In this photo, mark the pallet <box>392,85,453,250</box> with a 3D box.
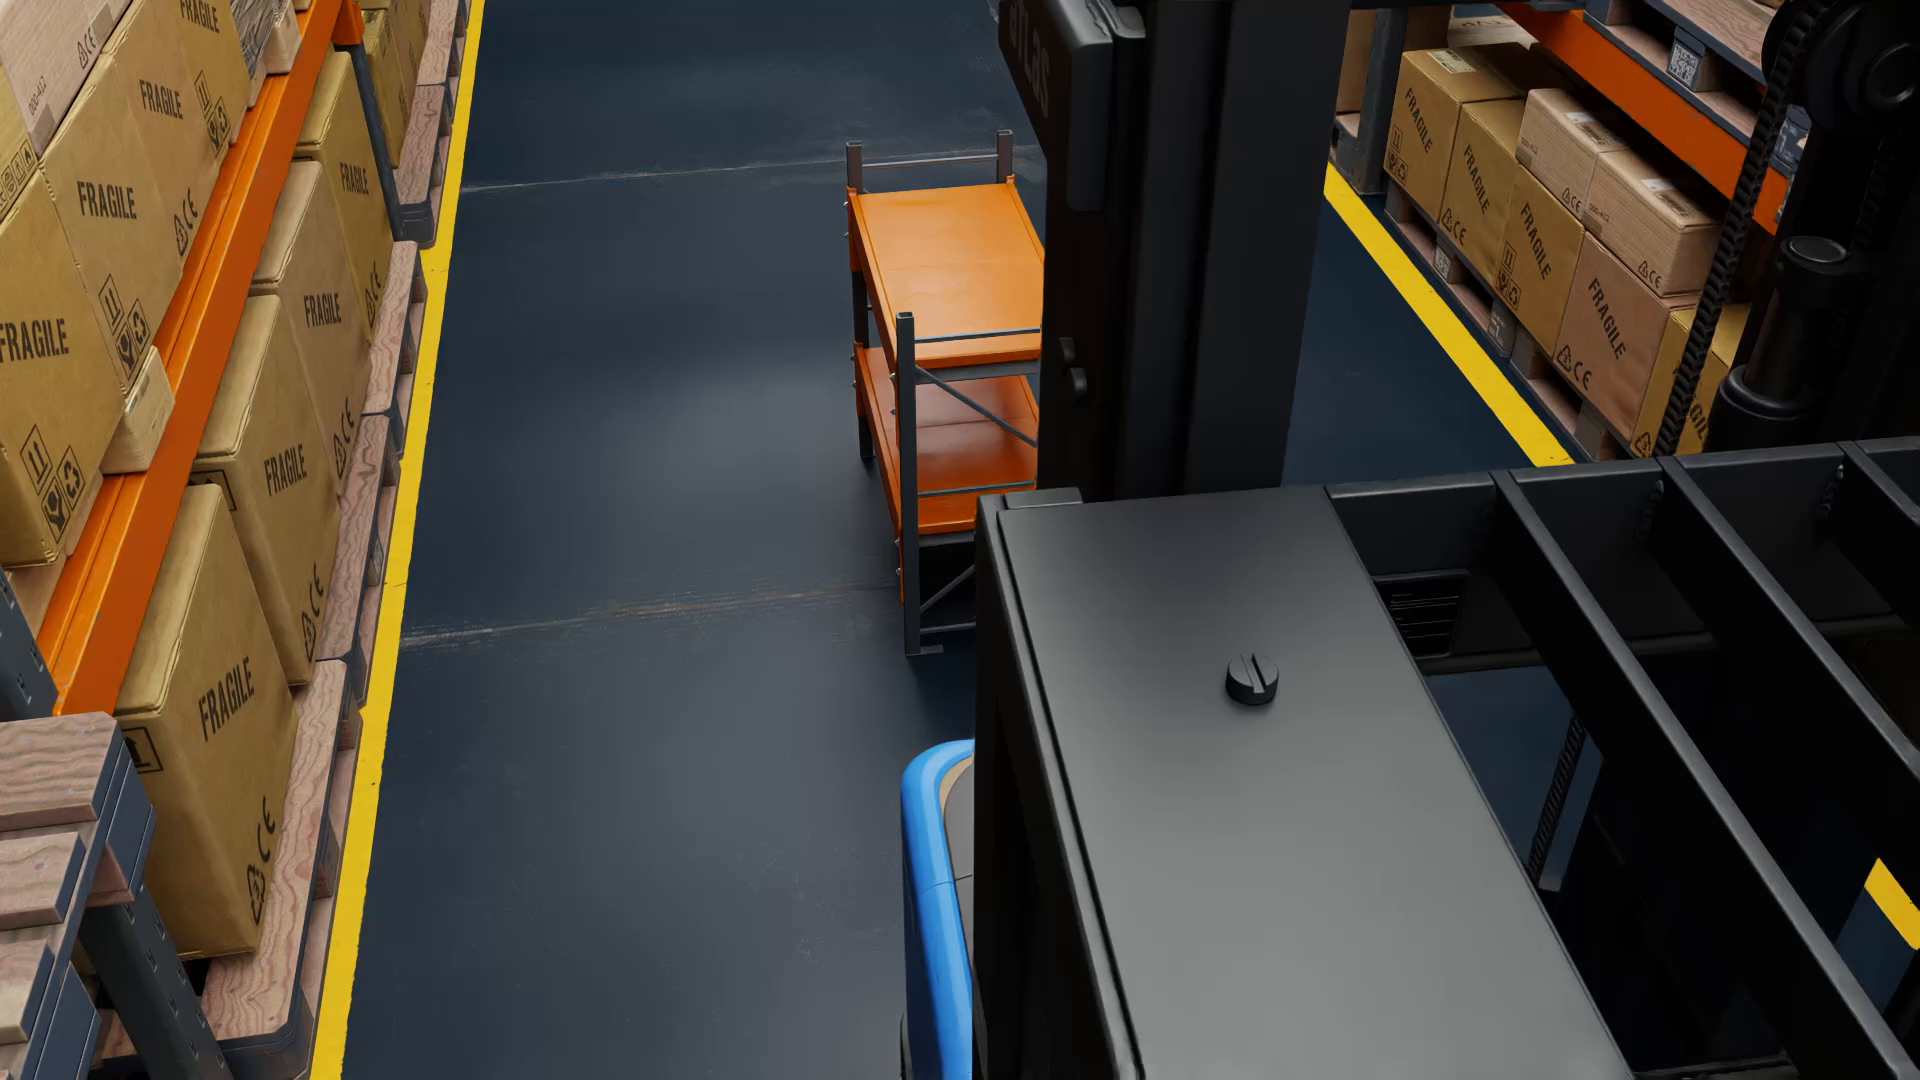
[{"bbox_3d":[-2.736,-1.578,7.109,1.003,0.211,1.213,-6,38,-8],"label":"pallet"}]

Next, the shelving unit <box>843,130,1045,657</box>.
[{"bbox_3d":[-0.001,-0.448,4.910,0.538,1.125,1.048,-6,38,-8],"label":"shelving unit"}]

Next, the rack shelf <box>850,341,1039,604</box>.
[{"bbox_3d":[-0.001,-0.255,5.060,0.538,0.278,1.000,-6,38,-8],"label":"rack shelf"}]

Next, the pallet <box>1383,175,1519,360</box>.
[{"bbox_3d":[2.376,-1.158,6.568,1.003,0.211,1.213,-6,38,-8],"label":"pallet"}]

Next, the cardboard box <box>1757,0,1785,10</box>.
[{"bbox_3d":[2.567,-1.891,4.815,0.700,0.500,0.500,-16,41,-19],"label":"cardboard box"}]

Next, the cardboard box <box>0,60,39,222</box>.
[{"bbox_3d":[-1.810,-0.576,2.594,0.500,0.250,0.500,-5,38,-7],"label":"cardboard box"}]

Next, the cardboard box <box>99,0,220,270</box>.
[{"bbox_3d":[-1.981,-0.898,3.621,0.500,0.500,0.500,-6,38,-8],"label":"cardboard box"}]

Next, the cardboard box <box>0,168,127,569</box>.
[{"bbox_3d":[-1.812,-0.281,2.826,0.500,0.500,0.500,-5,38,-7],"label":"cardboard box"}]

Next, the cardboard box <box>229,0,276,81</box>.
[{"bbox_3d":[-2.172,-1.513,4.412,0.500,0.500,0.500,-6,38,-8],"label":"cardboard box"}]

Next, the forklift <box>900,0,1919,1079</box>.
[{"bbox_3d":[0.590,0.917,1.681,1.130,2.935,3.031,-5,38,-6],"label":"forklift"}]

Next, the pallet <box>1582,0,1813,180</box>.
[{"bbox_3d":[2.552,-1.429,4.800,1.003,0.211,1.213,-6,38,-8],"label":"pallet"}]

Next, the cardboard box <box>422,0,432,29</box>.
[{"bbox_3d":[-2.984,-2.788,8.089,0.700,0.500,0.500,-7,38,-9],"label":"cardboard box"}]

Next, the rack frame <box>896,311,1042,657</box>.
[{"bbox_3d":[0.088,-0.141,4.515,0.500,1.125,0.032,-6,38,-8],"label":"rack frame"}]

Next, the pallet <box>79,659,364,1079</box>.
[{"bbox_3d":[-2.043,0.822,4.020,1.003,0.211,1.213,-6,38,-8],"label":"pallet"}]

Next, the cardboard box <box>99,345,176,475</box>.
[{"bbox_3d":[-1.807,-0.250,3.316,0.380,0.149,0.250,-5,38,-7],"label":"cardboard box"}]

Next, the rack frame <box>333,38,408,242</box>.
[{"bbox_3d":[-2.680,-2.211,5.651,1.000,3.000,0.127,-6,38,-8],"label":"rack frame"}]

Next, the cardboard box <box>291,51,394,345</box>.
[{"bbox_3d":[-2.438,-1.150,5.695,0.750,0.750,0.750,-6,38,-7],"label":"cardboard box"}]

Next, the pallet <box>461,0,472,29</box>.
[{"bbox_3d":[-3.164,-3.051,9.006,1.003,0.211,1.213,-6,38,-8],"label":"pallet"}]

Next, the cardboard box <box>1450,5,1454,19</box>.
[{"bbox_3d":[2.174,-2.599,8.102,0.380,0.166,0.250,-6,38,-8],"label":"cardboard box"}]

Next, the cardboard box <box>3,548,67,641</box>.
[{"bbox_3d":[-1.809,0.072,2.900,0.380,0.149,0.250,-7,38,-9],"label":"cardboard box"}]

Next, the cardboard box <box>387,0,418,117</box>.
[{"bbox_3d":[-2.795,-2.156,7.276,0.700,0.500,0.500,-7,38,-8],"label":"cardboard box"}]

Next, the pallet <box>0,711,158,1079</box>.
[{"bbox_3d":[-1.749,0.700,2.061,1.213,0.211,1.003,-6,38,-8],"label":"pallet"}]

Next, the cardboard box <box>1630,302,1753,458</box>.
[{"bbox_3d":[2.412,-0.369,4.959,0.500,0.500,0.500,-8,38,-10],"label":"cardboard box"}]

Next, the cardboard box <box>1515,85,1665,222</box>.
[{"bbox_3d":[2.216,-1.307,5.555,0.500,0.250,0.500,-6,38,-8],"label":"cardboard box"}]

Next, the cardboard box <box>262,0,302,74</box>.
[{"bbox_3d":[-2.169,-1.482,4.901,0.380,0.149,0.250,-6,38,-8],"label":"cardboard box"}]

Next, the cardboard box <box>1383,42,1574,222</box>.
[{"bbox_3d":[2.041,-1.615,6.562,0.500,0.500,0.500,-8,39,-10],"label":"cardboard box"}]

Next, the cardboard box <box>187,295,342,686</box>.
[{"bbox_3d":[-2.126,-0.100,4.344,0.750,0.750,0.750,-6,38,-8],"label":"cardboard box"}]

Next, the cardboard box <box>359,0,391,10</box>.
[{"bbox_3d":[-2.591,-2.335,6.977,0.380,0.149,0.250,-5,38,-6],"label":"cardboard box"}]

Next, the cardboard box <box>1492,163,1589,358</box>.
[{"bbox_3d":[2.226,-0.991,5.759,0.500,0.500,0.500,-6,38,-7],"label":"cardboard box"}]

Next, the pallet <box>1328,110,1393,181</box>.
[{"bbox_3d":[2.077,-2.060,7.730,1.003,0.211,1.213,-6,38,-8],"label":"pallet"}]

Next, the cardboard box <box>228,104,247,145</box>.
[{"bbox_3d":[-2.163,-1.174,4.505,0.380,0.149,0.250,-7,38,-9],"label":"cardboard box"}]

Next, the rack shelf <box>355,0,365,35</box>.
[{"bbox_3d":[-3.031,-3.135,7.427,1.077,0.370,4.000,-6,38,-8],"label":"rack shelf"}]
